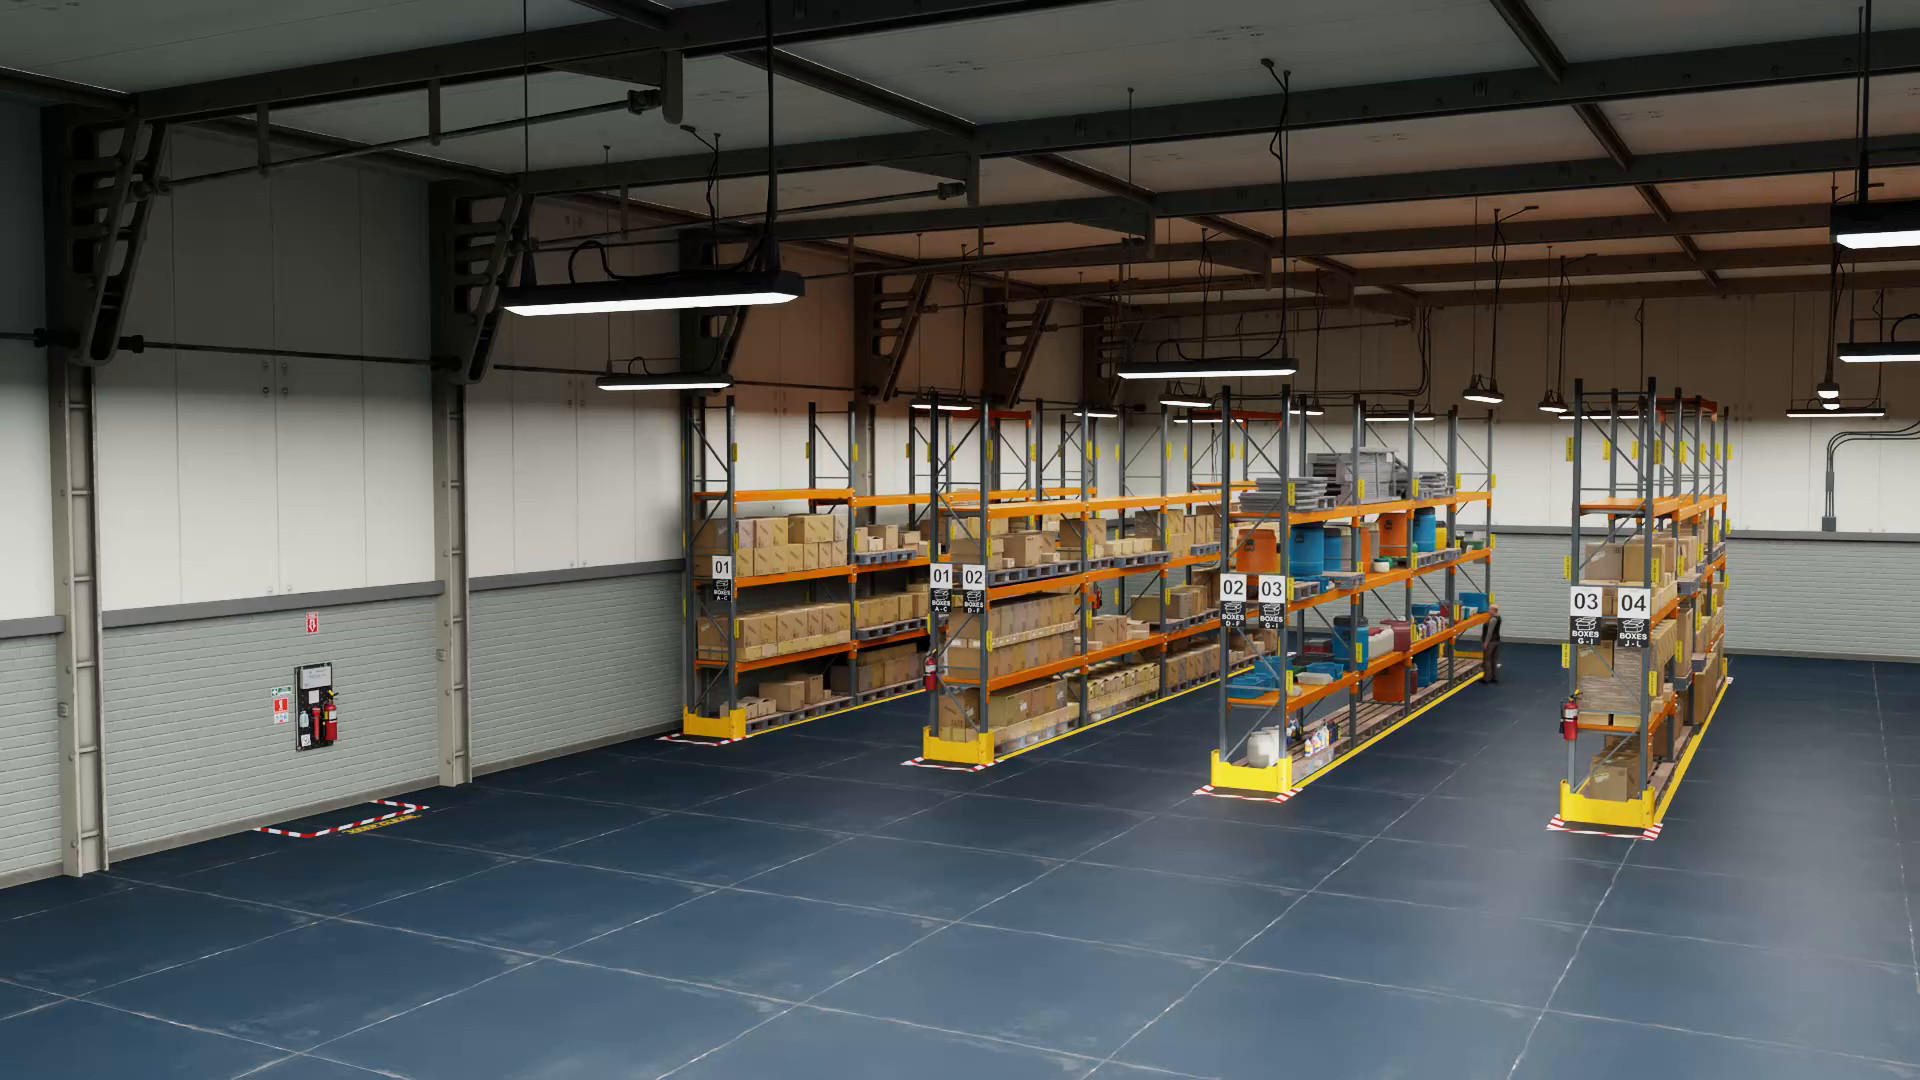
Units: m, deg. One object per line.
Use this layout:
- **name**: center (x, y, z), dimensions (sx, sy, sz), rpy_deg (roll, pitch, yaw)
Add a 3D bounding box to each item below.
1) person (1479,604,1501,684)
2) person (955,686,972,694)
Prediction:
- **person**: center (11.516, 2.247, 36.132), dimensions (0.420, 1.723, 0.560), rpy_deg (2, 4, 38)
- **person**: center (0.033, 2.487, 30.775), dimensions (0.726, 1.763, 0.593), rpy_deg (-2, 3, -29)
